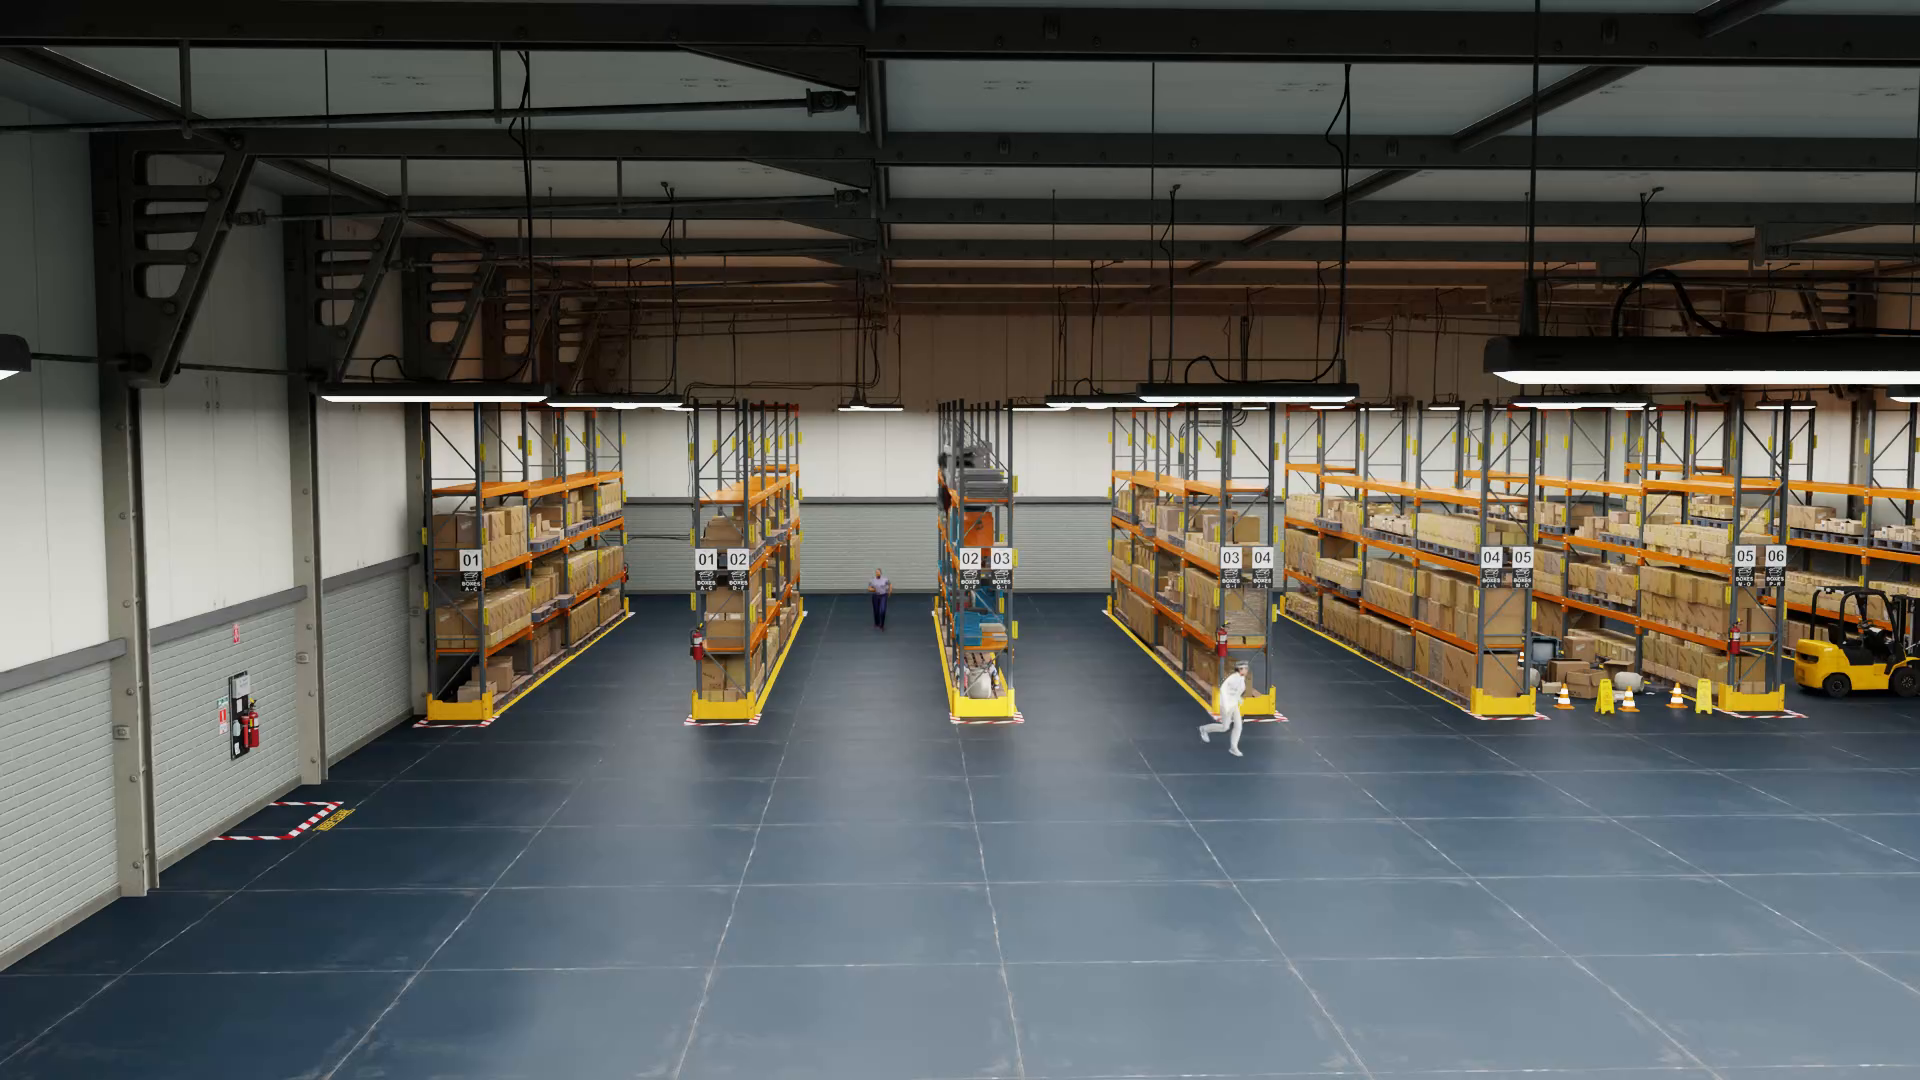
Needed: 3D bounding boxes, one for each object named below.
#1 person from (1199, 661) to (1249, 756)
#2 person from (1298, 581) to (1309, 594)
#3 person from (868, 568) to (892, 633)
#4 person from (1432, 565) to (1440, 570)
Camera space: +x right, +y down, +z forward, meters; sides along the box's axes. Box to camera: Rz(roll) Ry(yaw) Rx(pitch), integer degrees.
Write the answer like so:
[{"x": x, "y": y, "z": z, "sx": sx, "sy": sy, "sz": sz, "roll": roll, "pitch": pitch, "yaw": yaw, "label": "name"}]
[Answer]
[{"x": 4.472, "y": 2.814, "z": 28.088, "sx": 0.872, "sy": 1.632, "sz": 0.623, "roll": 2, "pitch": 5, "yaw": 29, "label": "person"}, {"x": 10.226, "y": 1.200, "z": 48.899, "sx": 0.618, "sy": 1.620, "sz": 0.574, "roll": -1, "pitch": 4, "yaw": -7, "label": "person"}, {"x": -2.121, "y": 1.598, "z": 43.906, "sx": 0.607, "sy": 1.675, "sz": 0.788, "roll": 0, "pitch": 4, "yaw": 3, "label": "person"}, {"x": 12.390, "y": 1.554, "z": 43.264, "sx": 0.612, "sy": 1.830, "sz": 0.839, "roll": -1, "pitch": 4, "yaw": -12, "label": "person"}]
